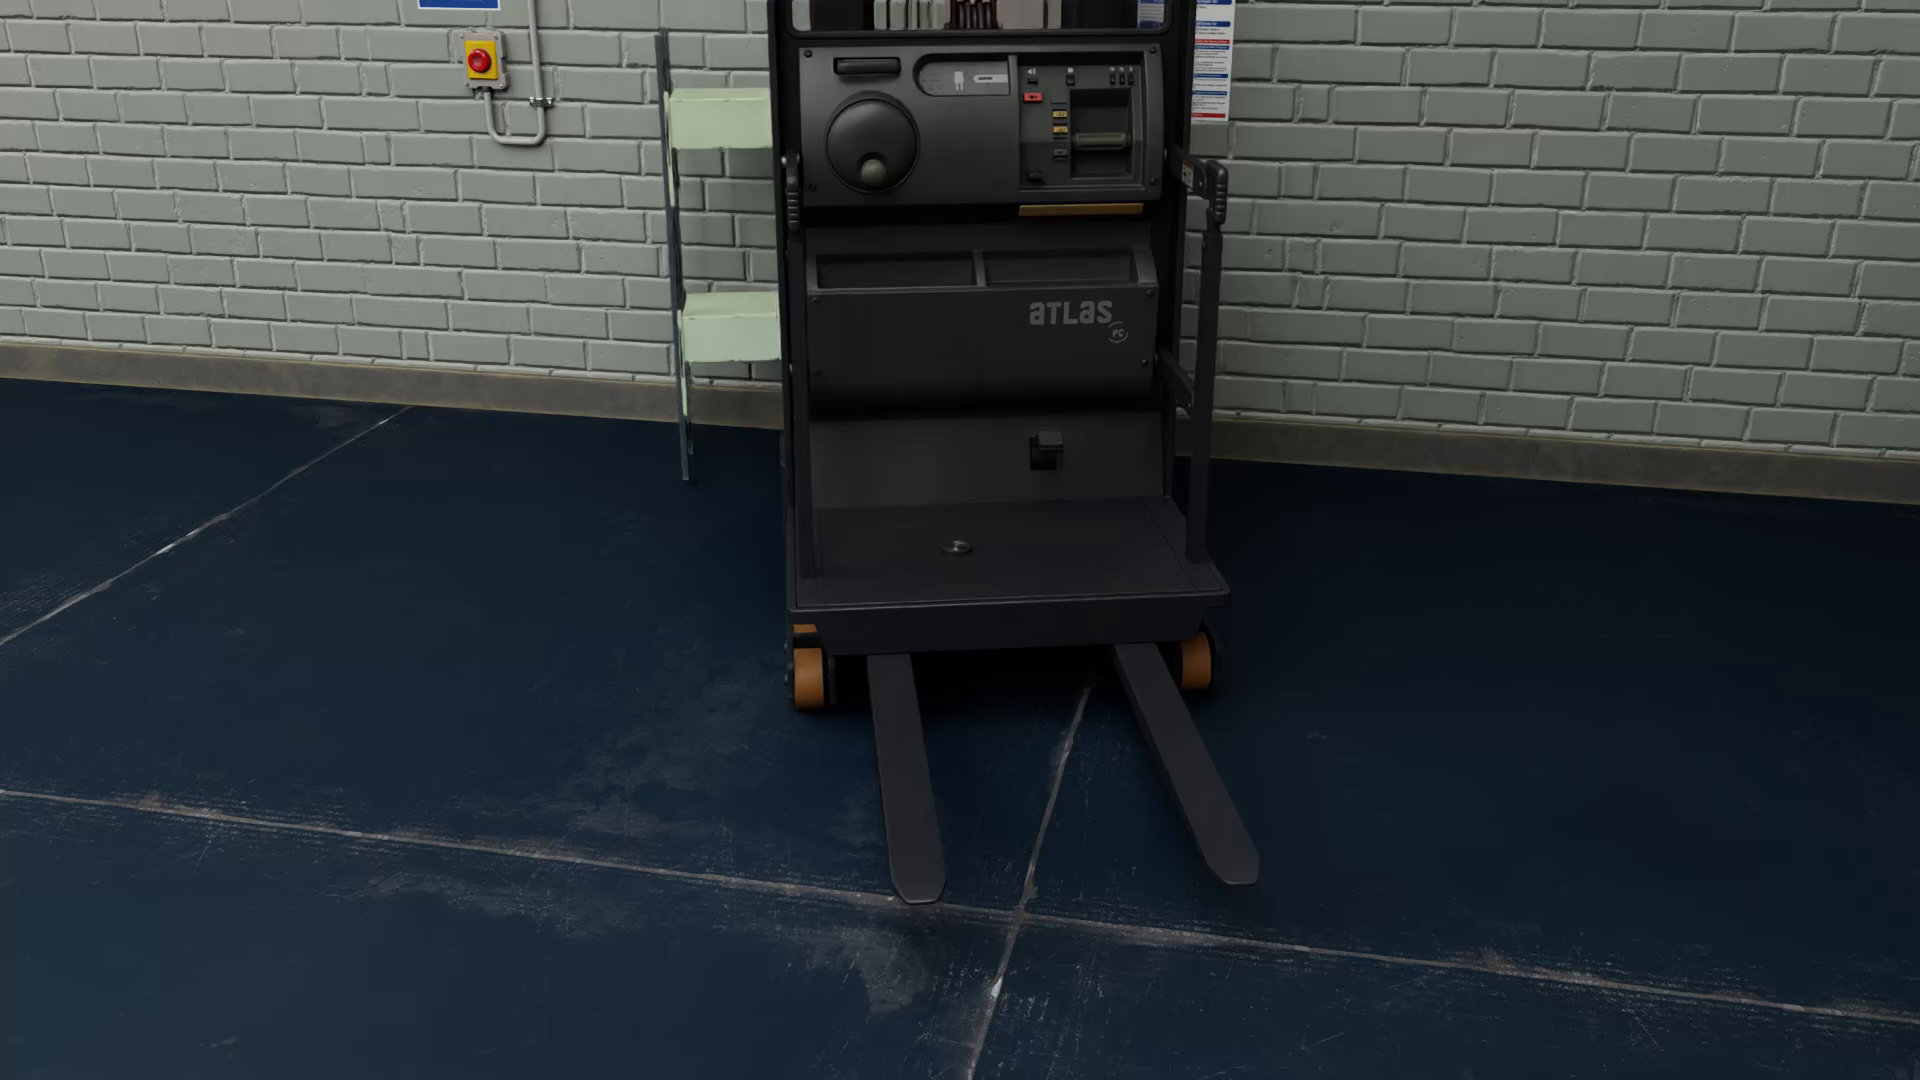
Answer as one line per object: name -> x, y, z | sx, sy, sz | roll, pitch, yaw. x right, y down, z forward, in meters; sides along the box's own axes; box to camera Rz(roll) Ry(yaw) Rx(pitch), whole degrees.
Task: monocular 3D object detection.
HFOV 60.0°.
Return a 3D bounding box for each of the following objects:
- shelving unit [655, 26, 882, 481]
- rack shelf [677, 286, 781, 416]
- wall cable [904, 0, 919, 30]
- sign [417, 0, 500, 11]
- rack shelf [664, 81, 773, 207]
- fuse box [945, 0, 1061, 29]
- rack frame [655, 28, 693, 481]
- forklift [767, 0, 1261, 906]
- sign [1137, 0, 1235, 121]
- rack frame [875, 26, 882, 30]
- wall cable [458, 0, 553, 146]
shelving unit -> -0.623, -0.994, 5.802 | 0.755, 1.500, 0.431 | -2, 20, -6
rack shelf -> -0.622, -0.688, 5.914 | 0.720, 0.370, 0.431 | -2, 20, -6
wall cable -> -0.407, -2.257, 5.583 | 0.588, 1.984, 0.122 | 4, 22, 11
sign -> -1.833, -2.041, 6.045 | 0.327, 0.218, 0.001 | 4, 22, 11
rack shelf -> -0.624, -1.360, 5.667 | 0.720, 0.370, 0.431 | -2, 20, -6
fuse box -> 0.228, -1.079, 5.741 | 0.539, 1.711, 0.414 | 4, 22, 11
rack frame -> -0.986, -0.979, 5.763 | 0.023, 1.500, 0.400 | -2, 20, -6
forklift -> 0.082, -1.054, 4.049 | 1.130, 2.935, 3.031 | -2, 22, -5
sign -> 0.754, -1.670, 5.613 | 0.329, 0.494, 0.001 | 4, 22, 11
rack frame -> -0.259, -1.009, 5.840 | 0.023, 1.500, 0.400 | -2, 20, -6
wall cable -> -1.798, -2.375, 5.835 | 0.585, 1.953, 0.123 | 4, 22, 11
